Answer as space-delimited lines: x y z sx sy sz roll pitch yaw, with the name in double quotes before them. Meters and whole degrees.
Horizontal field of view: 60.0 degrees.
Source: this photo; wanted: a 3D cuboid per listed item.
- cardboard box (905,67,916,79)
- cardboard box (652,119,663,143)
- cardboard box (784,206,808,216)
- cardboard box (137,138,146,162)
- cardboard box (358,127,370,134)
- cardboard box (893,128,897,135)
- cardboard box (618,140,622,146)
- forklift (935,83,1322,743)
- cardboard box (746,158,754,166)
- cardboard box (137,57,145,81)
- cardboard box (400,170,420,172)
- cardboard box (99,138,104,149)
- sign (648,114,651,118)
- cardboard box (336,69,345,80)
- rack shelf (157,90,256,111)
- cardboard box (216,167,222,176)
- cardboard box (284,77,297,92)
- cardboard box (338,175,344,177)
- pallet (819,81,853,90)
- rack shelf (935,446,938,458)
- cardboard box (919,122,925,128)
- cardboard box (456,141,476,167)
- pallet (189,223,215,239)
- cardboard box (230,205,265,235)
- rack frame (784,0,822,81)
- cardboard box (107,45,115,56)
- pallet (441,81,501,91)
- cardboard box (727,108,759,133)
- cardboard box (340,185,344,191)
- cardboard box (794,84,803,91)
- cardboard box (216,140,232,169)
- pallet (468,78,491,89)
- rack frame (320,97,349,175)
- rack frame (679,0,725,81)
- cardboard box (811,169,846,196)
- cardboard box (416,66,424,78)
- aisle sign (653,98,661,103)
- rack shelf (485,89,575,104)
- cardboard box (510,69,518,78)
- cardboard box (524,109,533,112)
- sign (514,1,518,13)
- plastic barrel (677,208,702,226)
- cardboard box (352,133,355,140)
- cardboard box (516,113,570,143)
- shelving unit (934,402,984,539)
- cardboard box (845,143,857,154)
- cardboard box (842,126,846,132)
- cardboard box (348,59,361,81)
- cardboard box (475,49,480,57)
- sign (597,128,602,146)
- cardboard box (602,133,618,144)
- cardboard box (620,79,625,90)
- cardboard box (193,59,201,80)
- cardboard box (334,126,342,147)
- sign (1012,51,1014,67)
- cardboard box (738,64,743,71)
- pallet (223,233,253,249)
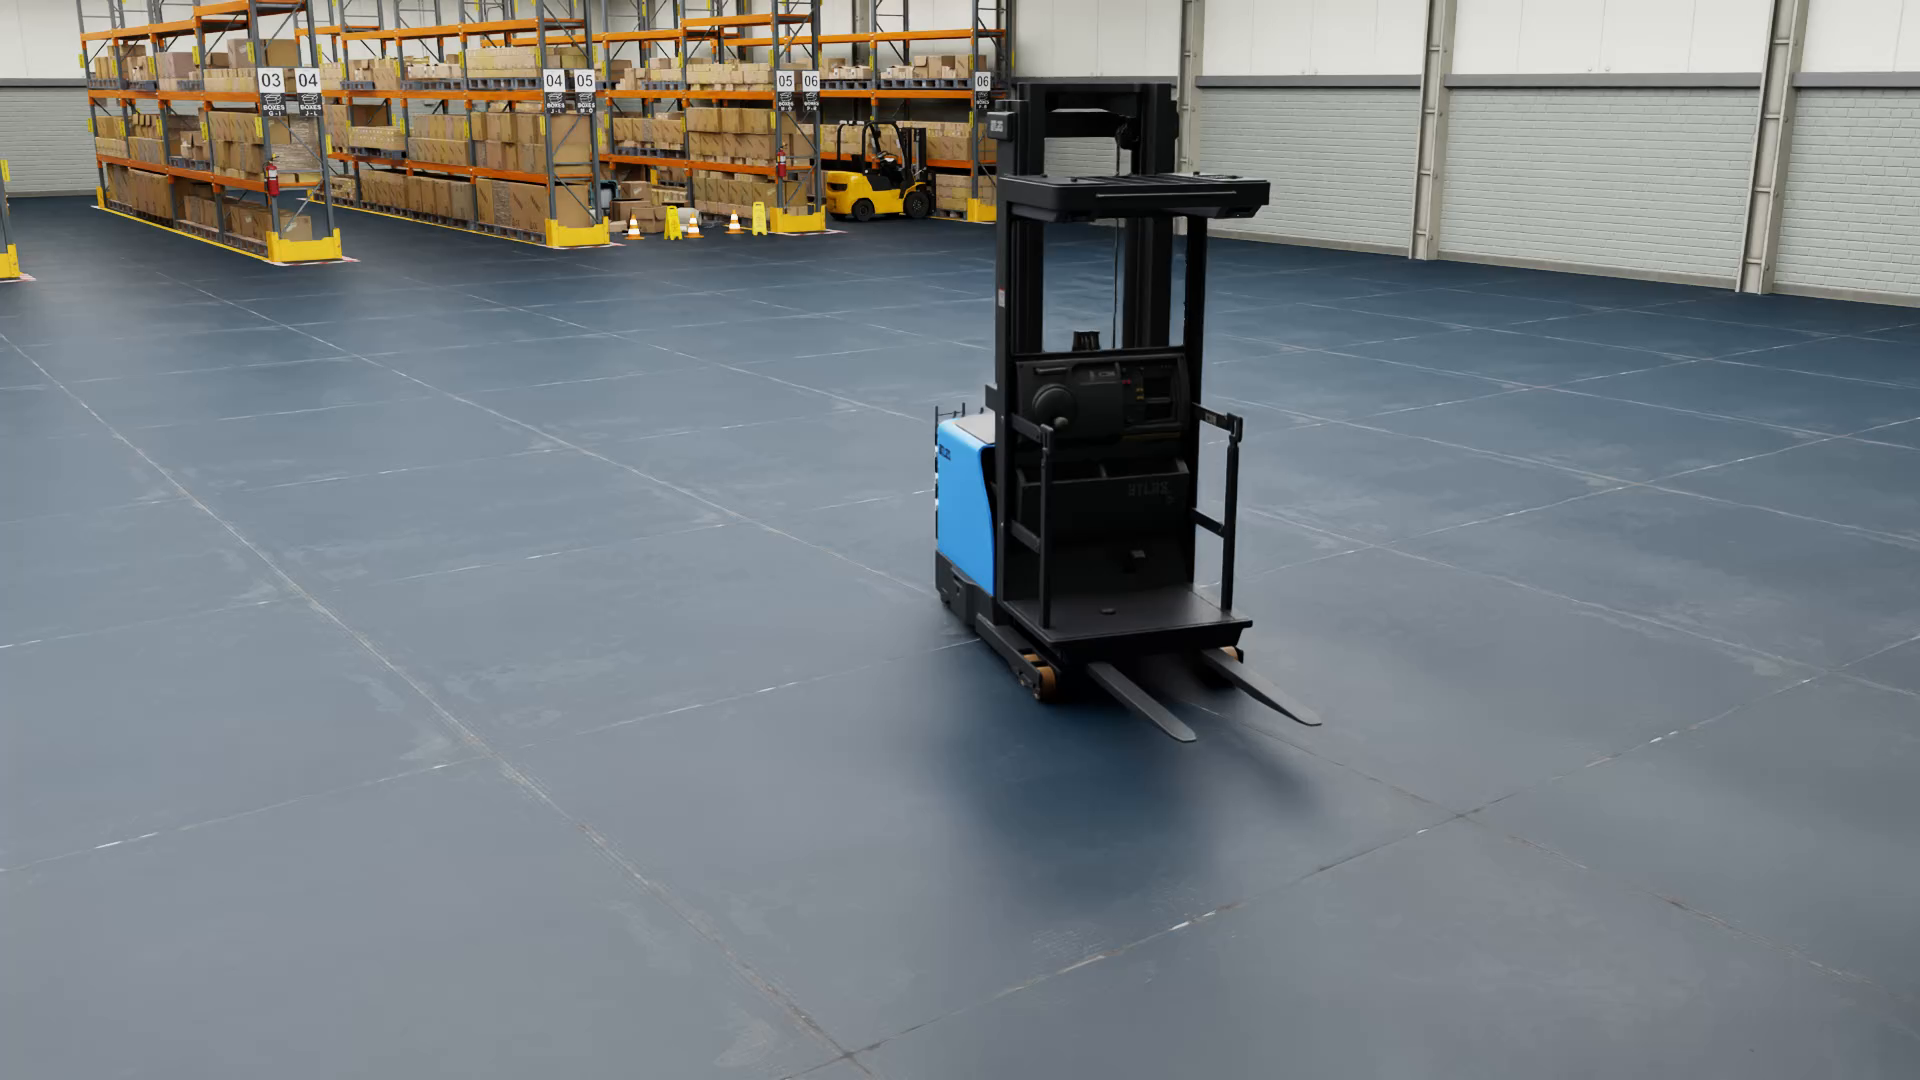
"cardboard box" -1.026 -10.746 38.243 0.396 0.266 0.258 -11 19 -36
"cardboard box" -6.715 -9.380 38.117 0.500 0.500 0.500 -10 18 -33
"cardboard box" -3.565 -6.943 35.175 0.500 0.250 0.500 -11 19 -35
"cardboard box" -17.728 -8.573 36.527 0.500 0.500 0.500 -11 19 -36
"cardboard box" -13.993 -9.670 39.277 0.380 0.149 0.250 -11 19 -35
"cardboard box" -1.349 -9.623 39.135 0.380 0.149 0.250 -11 19 -35
"cardboard box" -7.977 -9.543 39.942 0.380 0.149 0.250 -12 19 -38
"forklift" 0.799 -0.745 8.247 1.130 2.935 3.031 -5 16 -18
"cardboard box" -4.255 -7.922 34.816 0.380 0.149 0.250 -10 18 -34
"cardboard box" -17.253 -10.154 35.819 0.797 0.503 0.637 -11 19 -35
"cardboard box" -13.058 -8.640 39.482 0.500 0.250 0.500 -12 19 -37
"cardboard box" -20.363 -9.547 39.995 0.500 0.250 0.500 -11 19 -35
"sign" -9.148 -12.373 48.960 0.100 0.325 0.005 -11 19 -35
"cardboard box" -14.792 -11.299 40.331 0.500 0.250 0.500 -12 19 -37
"rack shelf" -14.858 -8.694 32.841 1.077 0.370 4.000 -11 19 -35
"cardboard box" -13.663 -6.898 31.074 0.380 0.149 0.250 -11 19 -35
"cardboard box" -11.405 -7.831 28.608 0.500 0.250 0.500 -10 18 -33
"cardboard box" -16.049 -9.456 43.423 0.380 0.149 0.250 -10 18 -33
"pallet" -2.874 -11.318 41.420 1.003 0.211 1.213 -10 18 -32
"rack shelf" -0.005 -0.577 10.925 0.258 0.077 0.200 -11 19 -35
"cardboard box" -0.723 -9.554 38.320 0.380 0.149 0.250 -11 19 -34
"cardboard box" -10.134 -8.034 34.558 0.500 0.500 0.500 -11 19 -35
"pallet" -14.863 -6.249 33.509 1.003 0.211 1.213 -11 19 -35
"cardboard box" -13.479 -6.073 31.522 0.500 0.500 0.500 -12 19 -36
"rack frame" -4.005 -13.225 42.349 1.000 3.000 0.127 -11 19 -35
"cardboard box" -19.558 -11.405 38.786 0.500 0.250 0.500 -12 19 -36
"pallet" -10.190 -9.458 34.633 0.805 0.209 1.217 -12 19 -37
"cardboard box" -4.466 -8.803 34.910 0.700 0.500 0.500 -11 19 -35
"cardboard box" -15.332 -8.844 41.747 0.380 0.149 0.250 -10 18 -33
"cardboard box" -3.247 -9.298 34.161 0.380 0.149 0.250 -11 19 -34
"cardboard box" -13.202 -7.141 30.733 0.875 0.500 0.500 -11 19 -35
"pallet" -9.138 -9.144 33.287 1.003 0.211 1.213 -11 19 -35
"rack frame" -16.667 -10.478 43.678 1.000 3.000 0.127 -11 19 -35
"rack frame" -5.666 -11.599 36.410 1.000 3.000 0.127 -11 19 -35
"cardboard box" -3.259 -9.115 42.399 0.875 0.625 0.625 -10 18 -33
"cardboard box" -11.420 -10.100 35.912 0.500 0.250 0.500 -10 18 -33
"aisle sign" -8.987 -13.262 48.926 0.394 0.787 0.004 -11 19 -35
"rack shelf" -11.546 -11.941 44.703 1.077 0.370 4.000 -11 19 -35
"cardboard box" -8.327 -8.874 31.625 0.380 0.149 0.250 -11 19 -35
"cardboard box" -11.163 -11.112 43.910 0.500 0.500 0.500 -11 19 -35
"sign" -12.275 -14.732 45.935 0.100 0.325 0.005 -11 19 -35
"plastic barrel" -5.753 -6.815 35.174 0.512 0.421 0.421 1 15 4
"cardboard box" -14.301 -9.638 39.727 0.380 0.149 0.250 -11 19 -36
"cardboard box" -8.063 -7.984 32.235 0.875 0.550 0.550 -11 19 -35
"shelving unit" -0.005 -0.436 10.964 0.258 0.900 0.210 -11 19 -35
"cardboard box" -2.461 -9.578 40.674 0.500 0.250 0.500 -11 19 -35
"cardboard box" -2.667 -10.091 40.844 0.380 0.149 0.250 -11 19 -36
"cardboard box" -14.181 -11.224 39.735 0.700 0.500 0.500 -11 19 -34
"cardboard box" -9.372 -9.638 32.907 0.380 0.149 0.250 -11 19 -35
"sign" -6.806 -7.602 31.381 0.100 0.325 0.005 -11 19 -35
"cardboard box" -8.508 -9.793 40.510 0.500 0.250 0.500 -11 19 -35
"cardboard box" -7.820 -10.794 39.403 0.396 0.266 0.258 -11 19 -35
"cardboard box" -14.433 -9.184 32.274 0.797 0.503 0.637 -10 18 -32
"cardboard box" -15.132 -9.986 41.128 0.500 0.500 0.500 -11 19 -36
"sign" 1.151 -10.614 36.687 0.100 0.325 0.005 -11 19 -35
"cardboard box" -4.416 -9.876 34.762 0.380 0.149 0.250 -12 19 -36
"pallet" -13.259 -5.685 31.446 1.003 0.211 1.213 -11 19 -35
